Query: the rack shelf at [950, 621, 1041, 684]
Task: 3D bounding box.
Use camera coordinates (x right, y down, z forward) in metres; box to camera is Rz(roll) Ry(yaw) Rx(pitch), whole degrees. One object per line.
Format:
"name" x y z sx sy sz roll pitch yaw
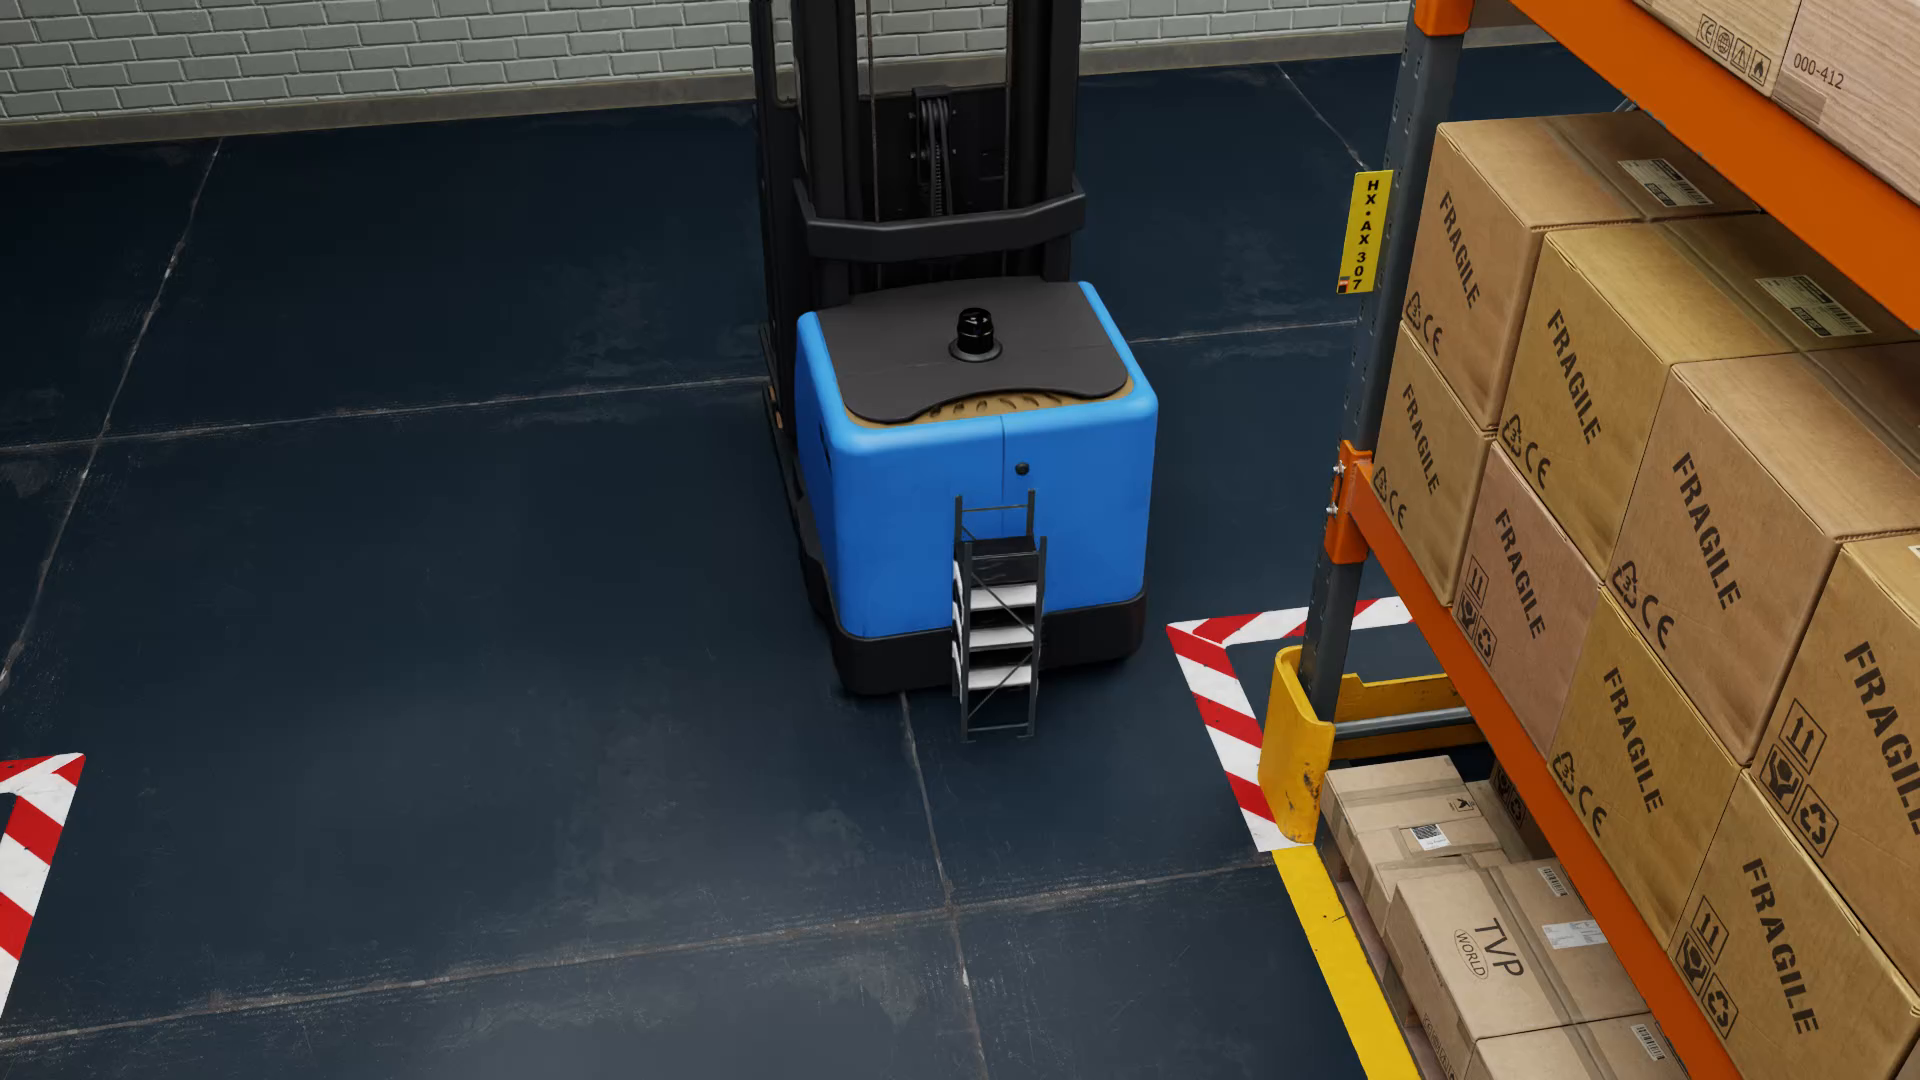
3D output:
"rack shelf" 0.111 0.344 5.259 0.258 0.077 0.200 -5 44 -6

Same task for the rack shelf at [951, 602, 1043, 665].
"rack shelf" 0.113 0.279 5.197 0.258 0.077 0.200 -5 44 -6

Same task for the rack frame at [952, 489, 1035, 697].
"rack frame" 0.099 0.186 5.247 0.240 0.900 0.006 -5 44 -6

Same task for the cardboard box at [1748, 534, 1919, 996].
"cardboard box" 1.616 0.320 2.496 0.500 0.500 0.500 -7 38 -8

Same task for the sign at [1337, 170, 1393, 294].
"sign" 0.991 -0.749 4.064 0.100 0.325 0.005 -6 38 -8

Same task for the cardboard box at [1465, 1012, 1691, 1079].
"cardboard box" 1.517 1.409 3.874 0.500 0.250 0.500 -6 38 -8

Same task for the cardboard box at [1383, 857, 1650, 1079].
"cardboard box" 1.429 1.107 4.263 0.500 0.250 0.500 -6 38 -8

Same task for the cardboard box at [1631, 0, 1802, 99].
"cardboard box" 1.440 -0.950 2.705 0.500 0.250 0.500 -6 38 -8

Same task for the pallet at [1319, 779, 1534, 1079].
"pallet" 1.680 1.163 4.582 1.003 0.211 1.213 -6 38 -8

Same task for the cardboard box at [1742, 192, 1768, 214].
"cardboard box" 1.874 -0.661 3.759 0.500 0.500 0.500 -7 38 -8

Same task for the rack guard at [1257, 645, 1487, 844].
"rack guard" 1.539 0.567 5.113 1.175 0.500 0.348 -6 38 -8

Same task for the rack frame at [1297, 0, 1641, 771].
"rack frame" 1.526 -0.466 4.405 1.000 3.000 0.127 -6 38 -8

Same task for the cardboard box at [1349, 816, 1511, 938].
"cardboard box" 1.305 0.920 4.572 0.380 0.166 0.250 -6 38 -8

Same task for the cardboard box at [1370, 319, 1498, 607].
"cardboard box" 1.344 -0.209 3.993 0.500 0.500 0.500 -5 38 -7

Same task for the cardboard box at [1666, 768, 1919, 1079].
"cardboard box" 1.611 0.708 2.813 0.500 0.500 0.500 -6 38 -7

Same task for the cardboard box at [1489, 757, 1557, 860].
"cardboard box" 1.863 0.649 4.648 0.500 0.500 0.500 -6 38 -8

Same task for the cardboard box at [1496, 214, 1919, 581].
"cardboard box" 1.443 -0.289 3.281 0.500 0.500 0.500 -6 38 -7

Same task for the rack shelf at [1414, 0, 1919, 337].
"rack shelf" 1.876 -0.158 2.150 1.077 0.370 4.000 -6 38 -8

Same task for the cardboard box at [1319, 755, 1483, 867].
"cardboard box" 1.261 0.776 4.771 0.380 0.149 0.250 -6 38 -8

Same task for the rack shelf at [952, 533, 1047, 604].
"rack shelf" 0.116 0.084 5.010 0.258 0.077 0.200 -5 44 -6

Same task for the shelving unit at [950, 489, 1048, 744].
"shelving unit" 0.113 0.255 5.174 0.258 0.900 0.210 -5 44 -6

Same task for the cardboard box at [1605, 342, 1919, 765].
"cardboard box" 1.526 0.014 2.891 0.500 0.500 0.500 -6 38 -7

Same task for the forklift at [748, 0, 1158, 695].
"forklift" -0.196 -1.553 5.860 1.130 2.935 3.031 -8 39 -10

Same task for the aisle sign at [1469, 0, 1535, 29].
"aisle sign" 1.225 -1.502 3.620 0.394 0.787 0.004 -6 38 -8

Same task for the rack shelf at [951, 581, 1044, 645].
"rack shelf" 0.114 0.214 5.135 0.258 0.077 0.200 -5 44 -6

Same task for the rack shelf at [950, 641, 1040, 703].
"rack shelf" 0.110 0.410 5.321 0.258 0.077 0.200 -5 44 -6

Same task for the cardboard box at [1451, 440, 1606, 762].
"cardboard box" 1.440 0.102 3.592 0.500 0.500 0.500 -7 38 -8

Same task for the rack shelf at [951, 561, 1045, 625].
"rack shelf" 0.115 0.149 5.073 0.258 0.077 0.200 -5 44 -6

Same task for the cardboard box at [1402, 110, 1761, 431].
"cardboard box" 1.344 -0.604 3.686 0.500 0.500 0.500 -5 38 -7

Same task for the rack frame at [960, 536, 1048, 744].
"rack frame" 0.127 0.325 5.101 0.240 0.900 0.006 -5 44 -6

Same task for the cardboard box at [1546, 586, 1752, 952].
"cardboard box" 1.525 0.405 3.202 0.500 0.500 0.500 -6 38 -8

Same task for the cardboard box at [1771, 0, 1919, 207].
"cardboard box" 1.530 -0.648 2.317 0.500 0.250 0.500 -6 38 -8

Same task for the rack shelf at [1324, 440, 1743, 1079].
"rack shelf" 1.876 1.026 3.071 1.077 0.370 4.000 -6 38 -8
